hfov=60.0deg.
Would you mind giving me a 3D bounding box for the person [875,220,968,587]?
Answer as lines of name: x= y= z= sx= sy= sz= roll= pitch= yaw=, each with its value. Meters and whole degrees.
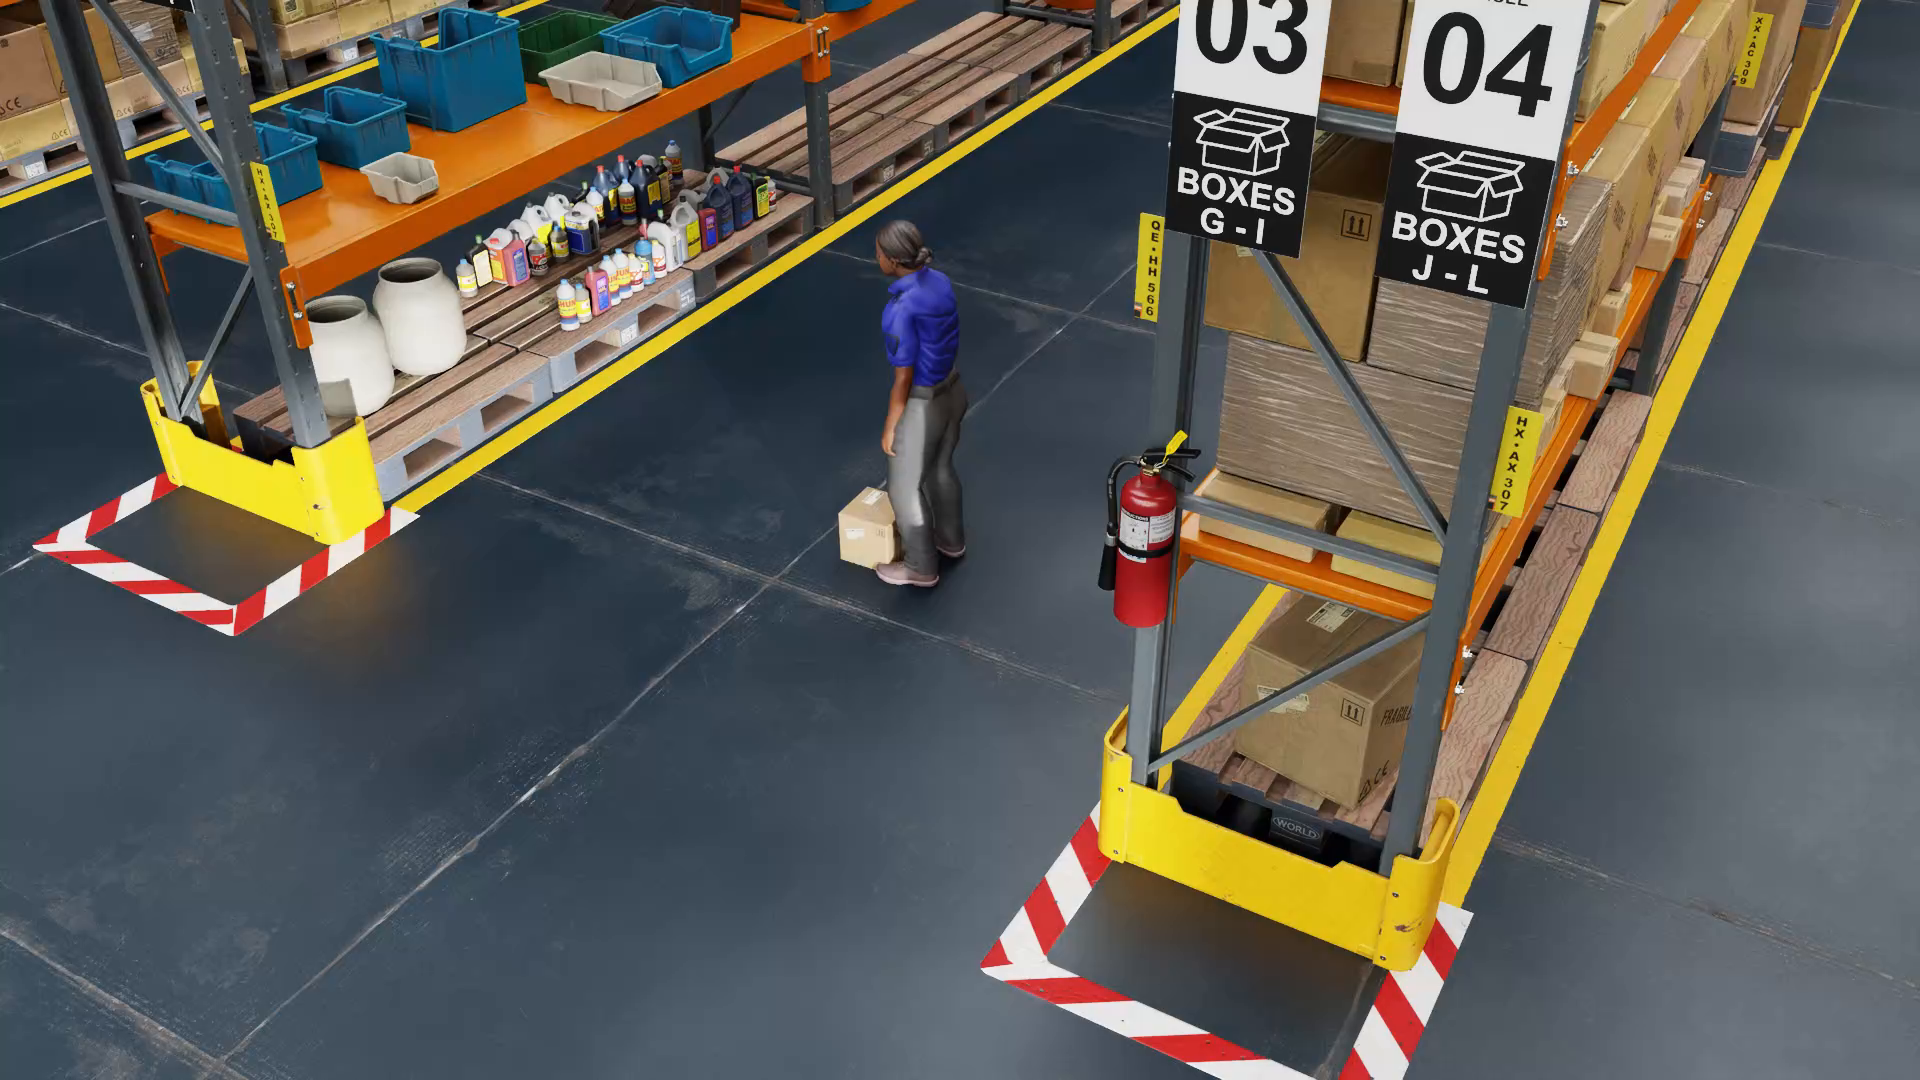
person: x=-0.166 y=-0.565 z=6.975 sx=0.353 sy=1.654 sz=0.518 roll=17 pitch=38 yaw=23
